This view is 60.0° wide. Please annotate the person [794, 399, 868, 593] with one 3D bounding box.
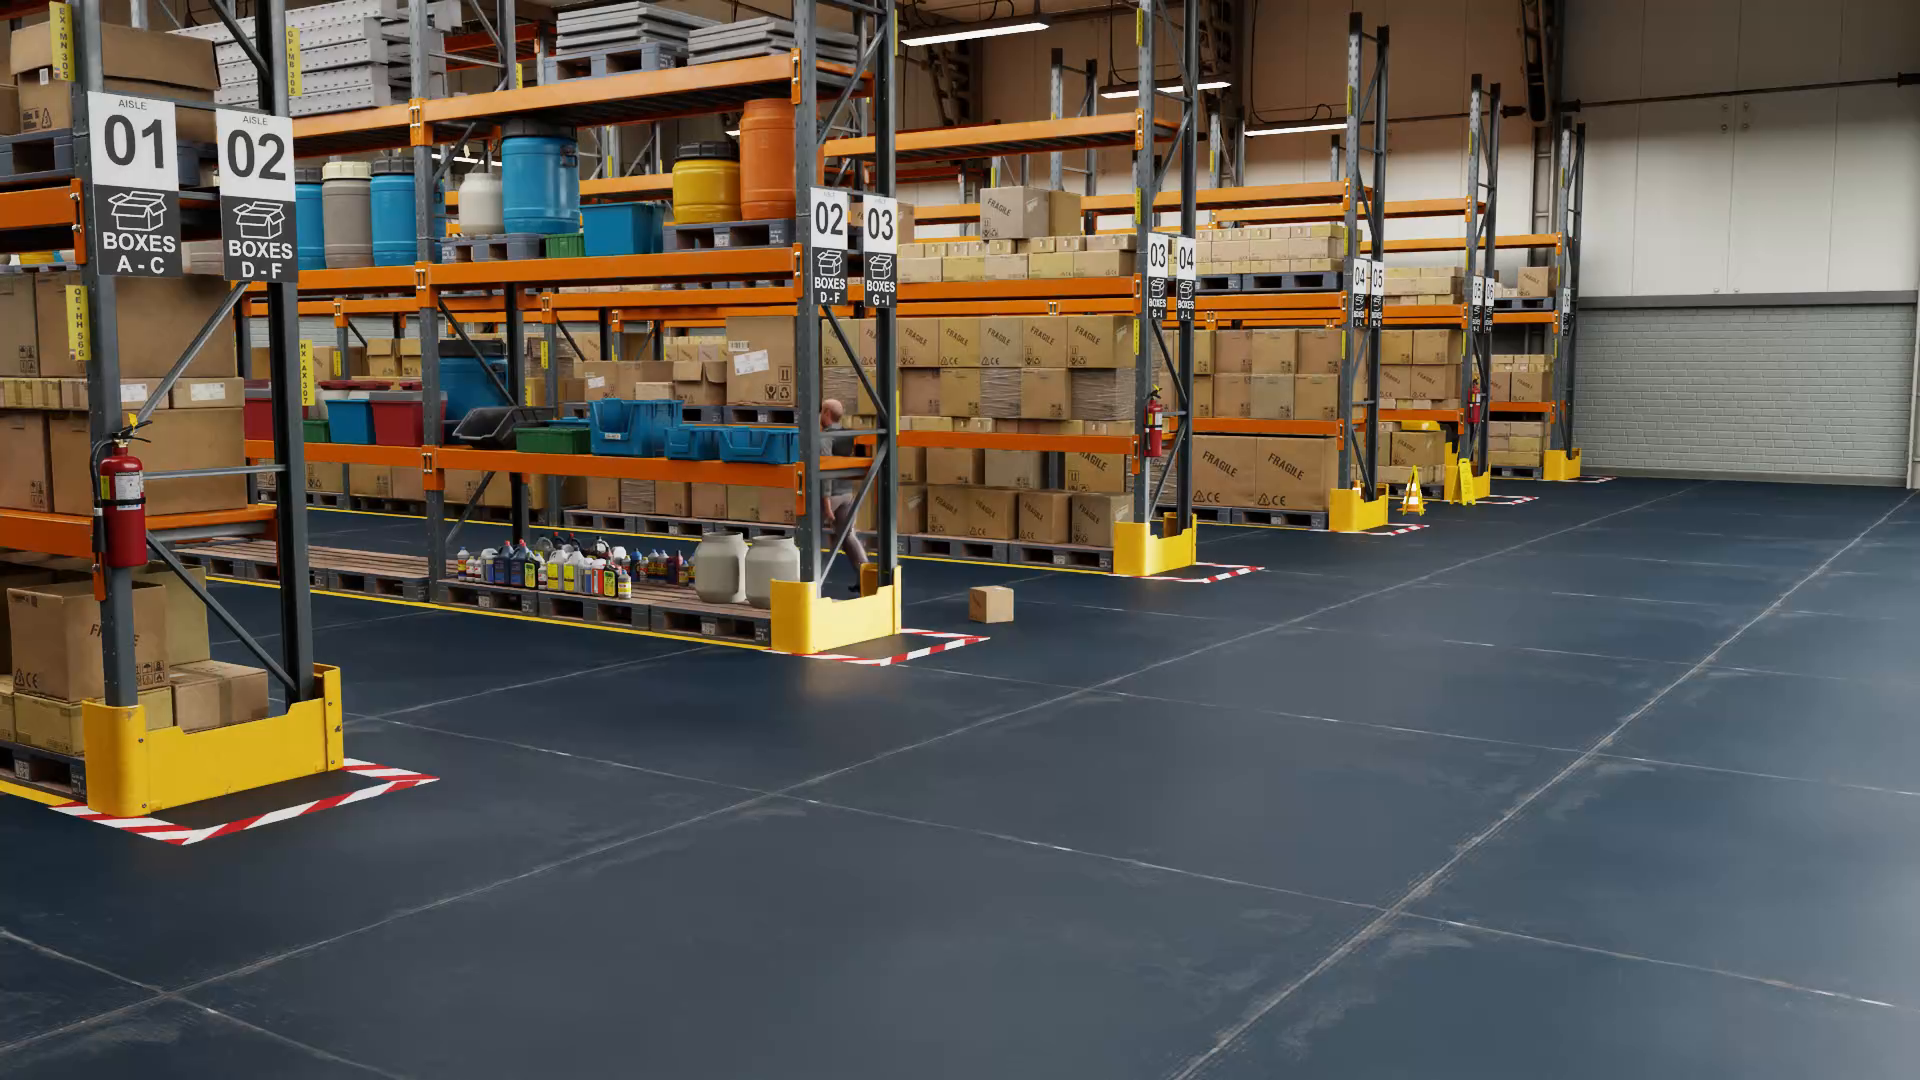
[{"bbox_3d":[-1.162,-0.375,14.289,1.014,1.673,0.546,4,8,36],"label":"person"}]
